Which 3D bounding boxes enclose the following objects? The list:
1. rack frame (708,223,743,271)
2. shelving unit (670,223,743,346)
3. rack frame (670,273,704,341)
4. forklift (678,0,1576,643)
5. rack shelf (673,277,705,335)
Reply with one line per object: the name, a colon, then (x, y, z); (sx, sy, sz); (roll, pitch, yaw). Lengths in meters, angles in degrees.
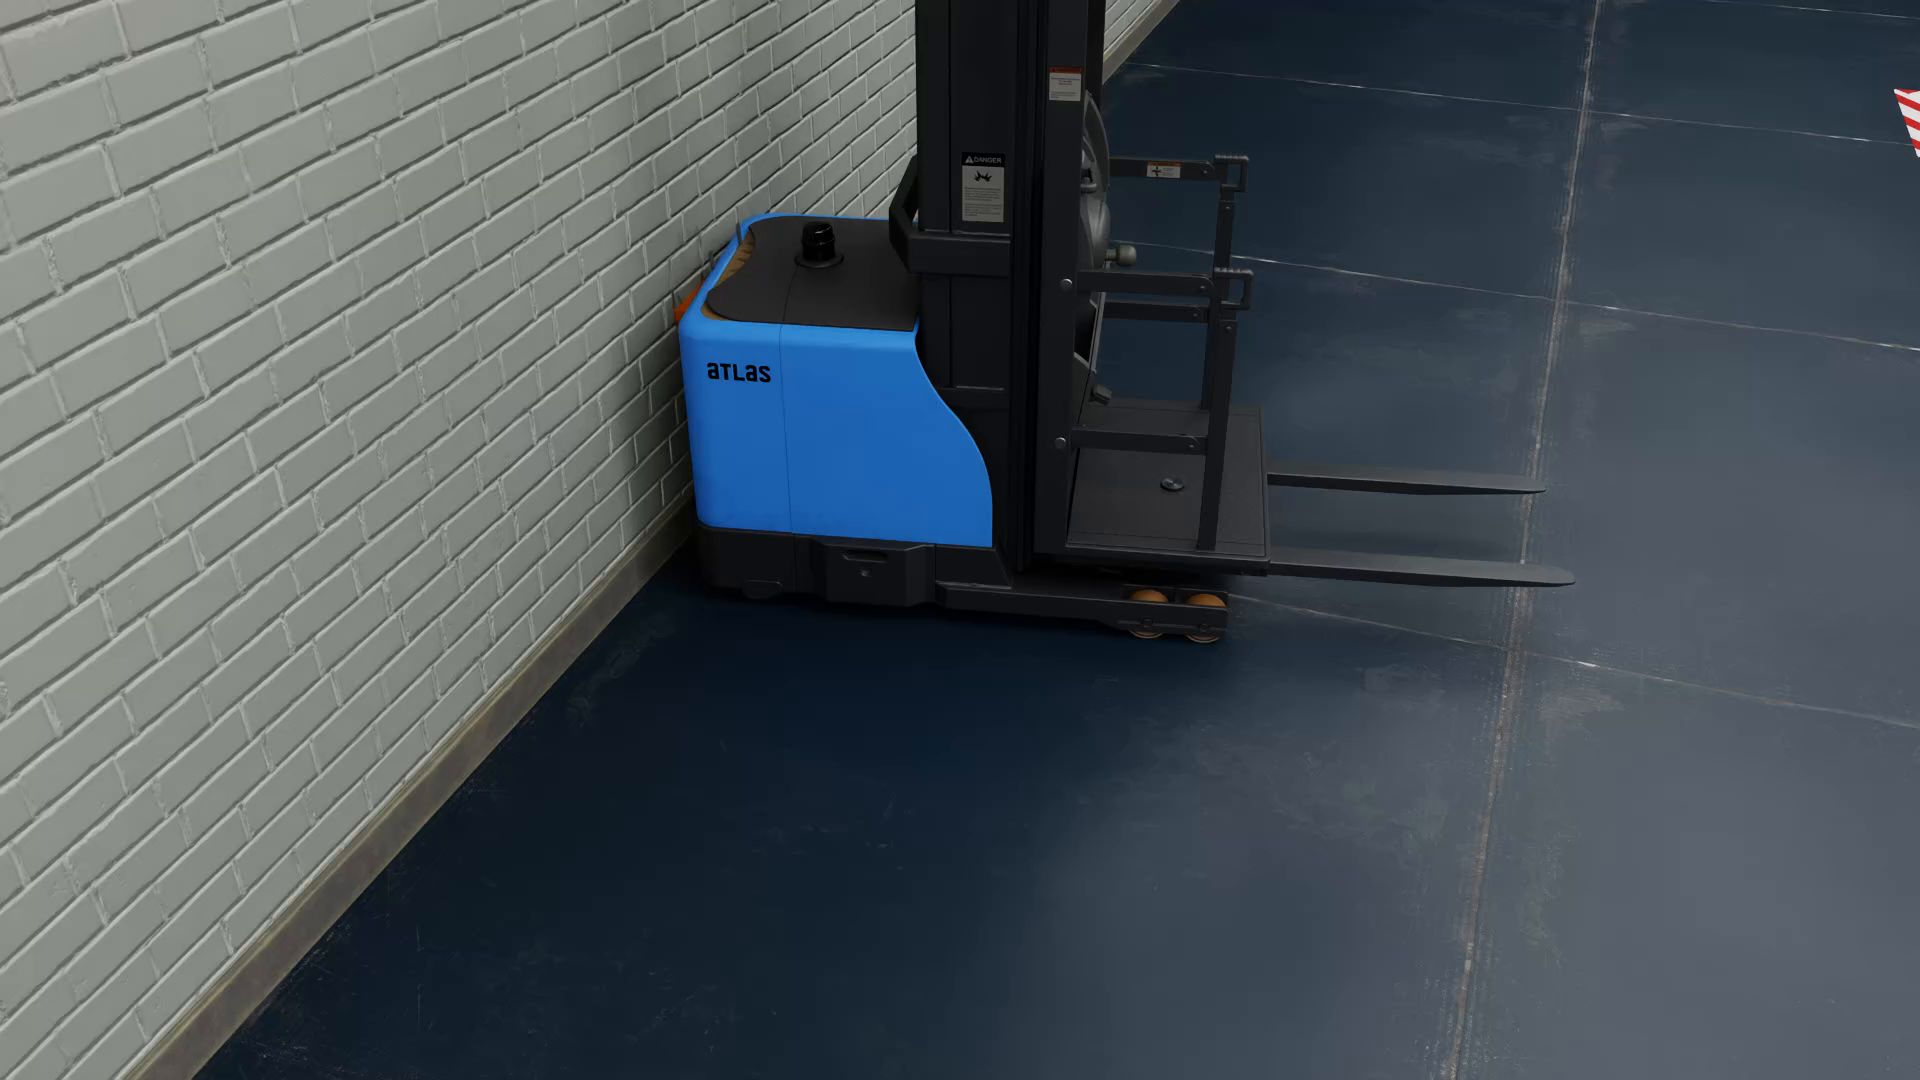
rack frame: (-0.777, -0.565, 6.125); (0.006, 1.200, 0.240); (8, 38, 18)
shelving unit: (-0.863, -0.577, 6.153); (0.189, 1.200, 0.258); (8, 38, 18)
rack frame: (-0.949, -0.590, 6.181); (0.006, 1.200, 0.240); (8, 38, 18)
forklift: (0.623, -1.187, 5.386); (3.031, 2.935, 1.130); (4, 33, 6)
rack shelf: (-0.886, -0.833, 5.969); (0.180, 0.103, 0.258); (8, 38, 18)
